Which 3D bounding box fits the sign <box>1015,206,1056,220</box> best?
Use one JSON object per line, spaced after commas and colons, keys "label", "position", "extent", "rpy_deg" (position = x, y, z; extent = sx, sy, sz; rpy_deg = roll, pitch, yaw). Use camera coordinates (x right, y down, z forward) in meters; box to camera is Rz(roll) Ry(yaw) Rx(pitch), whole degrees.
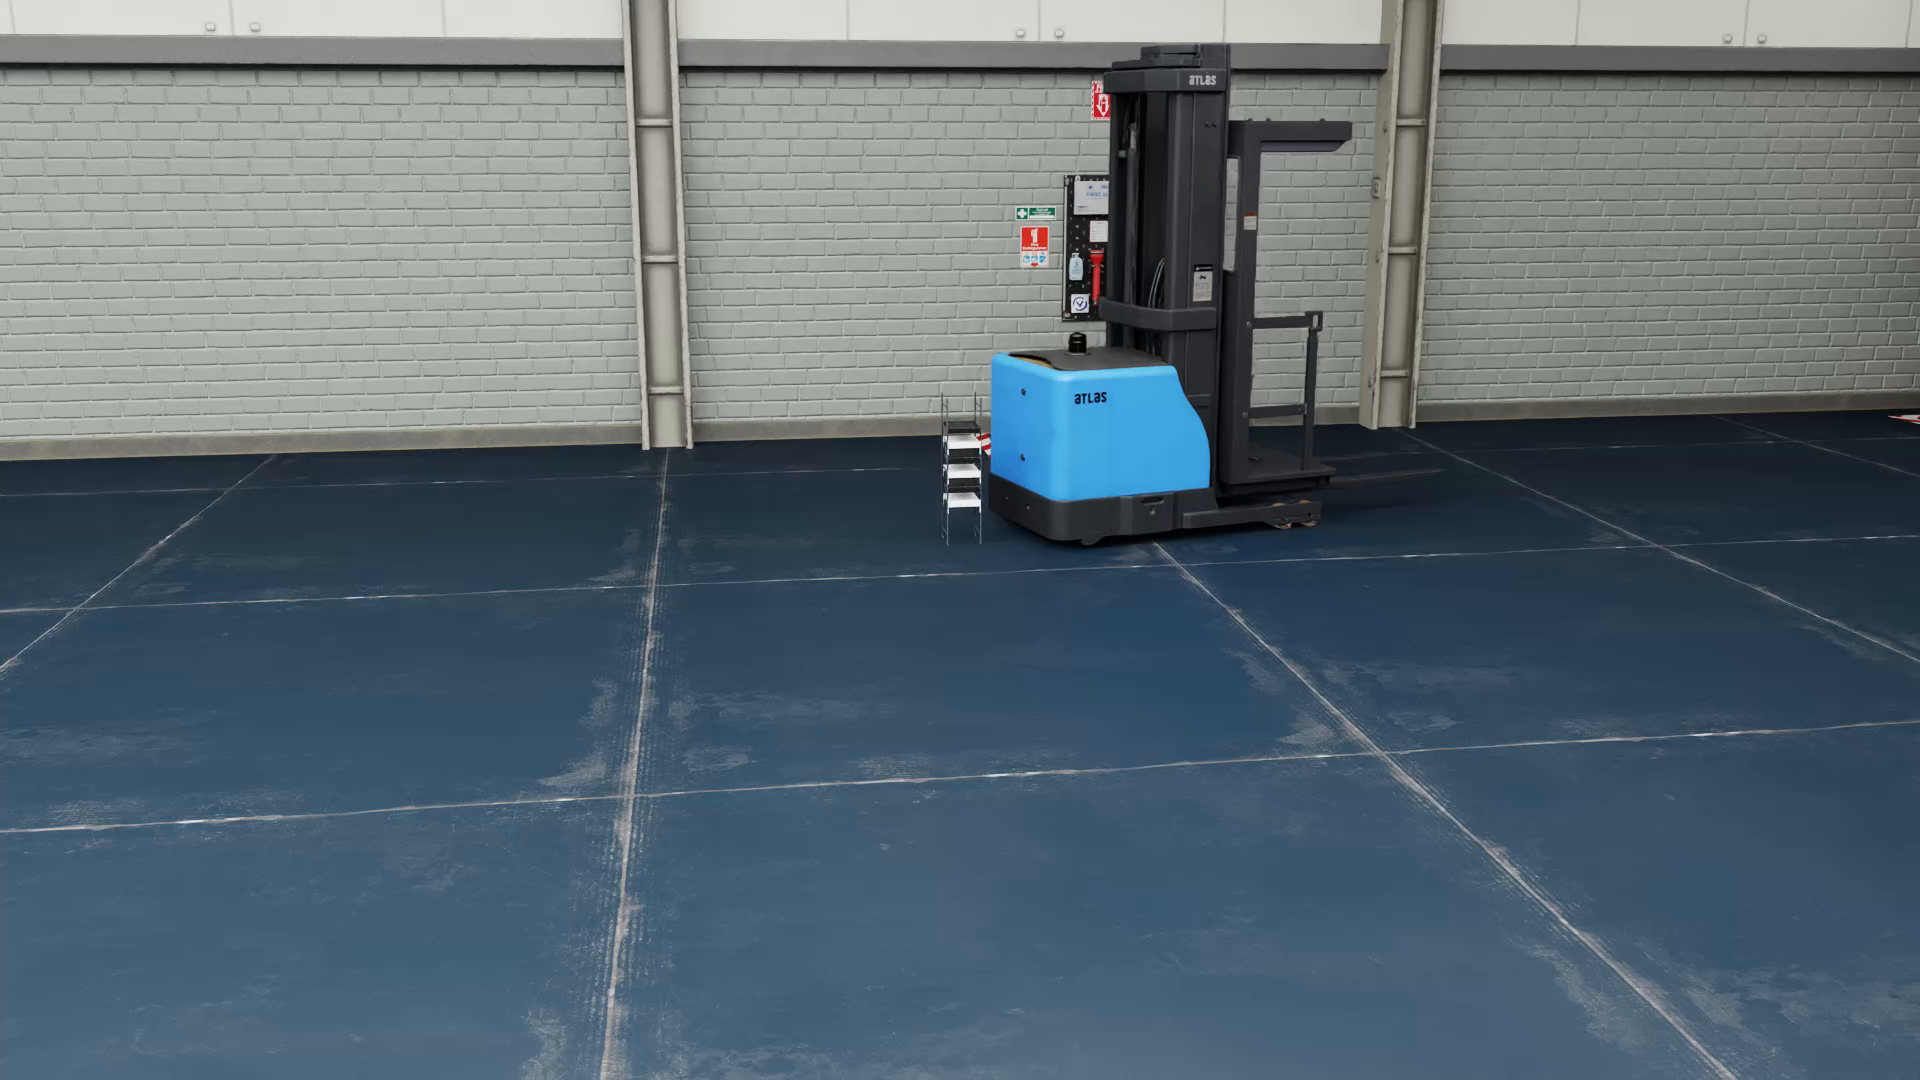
{"label": "sign", "position": [0.608, -2.622, 13.349], "extent": [0.331, 0.109, 0.001], "rpy_deg": [-2, 14, -8]}

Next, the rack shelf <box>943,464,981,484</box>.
{"label": "rack shelf", "position": [0.008, -0.404, 10.122], "extent": [0.200, 0.077, 0.258], "rpy_deg": [-2, 14, -8]}

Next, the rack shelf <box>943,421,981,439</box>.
{"label": "rack shelf", "position": [0.008, -0.666, 10.056], "extent": [0.200, 0.077, 0.258], "rpy_deg": [-2, 14, -8]}

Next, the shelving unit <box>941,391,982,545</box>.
{"label": "shelving unit", "position": [0.008, -0.437, 10.114], "extent": [0.210, 0.900, 0.258], "rpy_deg": [-2, 14, -8]}

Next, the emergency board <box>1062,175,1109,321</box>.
{"label": "emergency board", "position": [1.164, -2.345, 13.407], "extent": [0.643, 1.169, 0.194], "rpy_deg": [-2, 14, -8]}

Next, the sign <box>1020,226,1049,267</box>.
{"label": "sign", "position": [0.602, -2.367, 13.422], "extent": [0.234, 0.329, 0.001], "rpy_deg": [-2, 14, -8]}

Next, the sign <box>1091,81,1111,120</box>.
{"label": "sign", "position": [1.142, -3.493, 13.219], "extent": [0.199, 0.298, 0.001], "rpy_deg": [-2, 14, -8]}

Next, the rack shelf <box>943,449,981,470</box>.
{"label": "rack shelf", "position": [0.008, -0.492, 10.100], "extent": [0.200, 0.077, 0.258], "rpy_deg": [-2, 14, -8]}

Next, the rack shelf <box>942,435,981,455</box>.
{"label": "rack shelf", "position": [0.008, -0.579, 10.078], "extent": [0.200, 0.077, 0.258], "rpy_deg": [-2, 14, -8]}

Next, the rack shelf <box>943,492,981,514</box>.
{"label": "rack shelf", "position": [0.008, -0.230, 10.165], "extent": [0.200, 0.077, 0.258], "rpy_deg": [-2, 14, -8]}

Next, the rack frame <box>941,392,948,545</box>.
{"label": "rack frame", "position": [-0.093, -0.433, 10.099], "extent": [0.006, 0.900, 0.240], "rpy_deg": [-2, 14, -8]}

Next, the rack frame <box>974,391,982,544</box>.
{"label": "rack frame", "position": [0.109, -0.440, 10.128], "extent": [0.006, 0.900, 0.240], "rpy_deg": [-2, 14, -8]}

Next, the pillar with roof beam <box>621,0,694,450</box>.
{"label": "pillar with roof beam", "position": [-1.678, -4.083, 8.002], "extent": [0.400, 9.000, 9.100], "rpy_deg": [-2, 14, -8]}

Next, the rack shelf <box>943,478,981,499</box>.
{"label": "rack shelf", "position": [0.008, -0.317, 10.144], "extent": [0.200, 0.077, 0.258], "rpy_deg": [-2, 14, -8]}

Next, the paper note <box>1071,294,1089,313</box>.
{"label": "paper note", "position": [0.979, -1.928, 13.555], "extent": [0.142, 0.148, 0.016], "rpy_deg": [-2, 14, -8]}

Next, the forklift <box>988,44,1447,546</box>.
{"label": "forklift", "position": [1.749, -1.601, 10.579], "extent": [3.031, 2.935, 1.130], "rpy_deg": [-6, 15, -22]}
